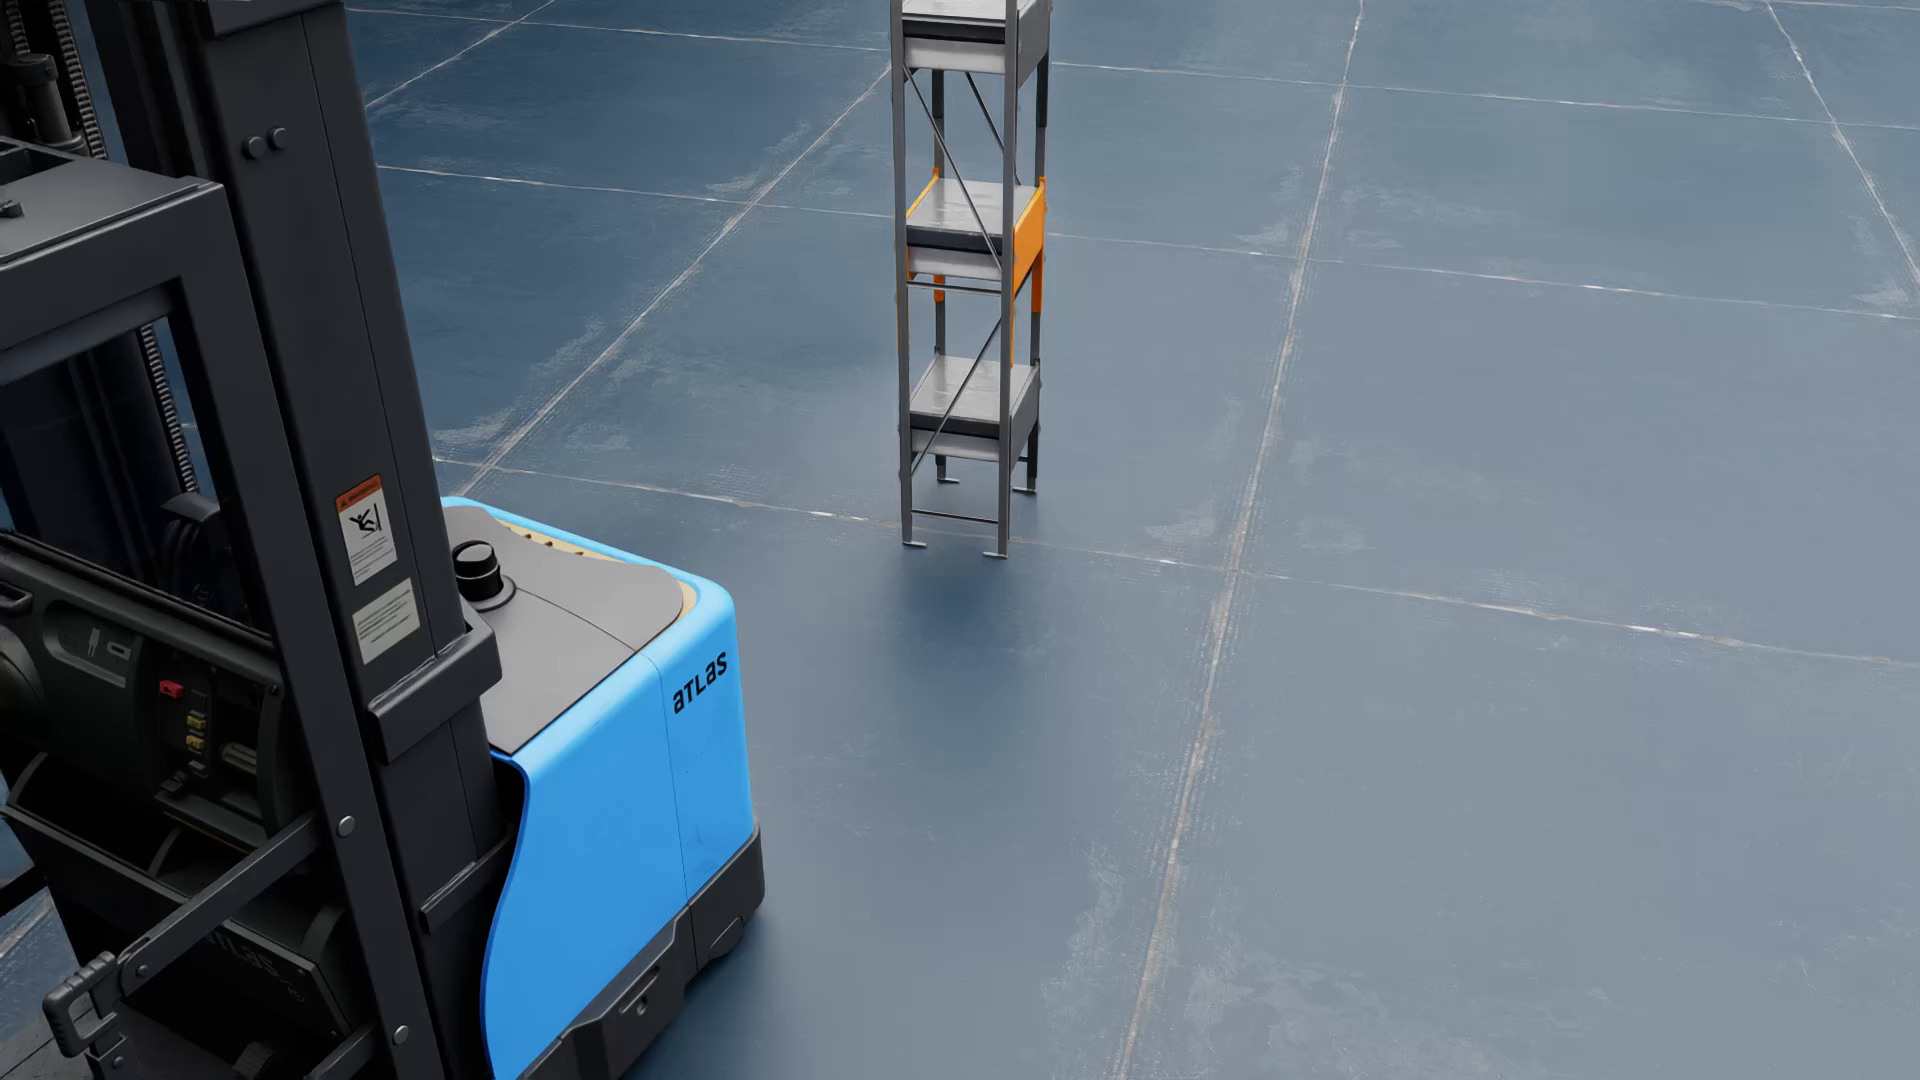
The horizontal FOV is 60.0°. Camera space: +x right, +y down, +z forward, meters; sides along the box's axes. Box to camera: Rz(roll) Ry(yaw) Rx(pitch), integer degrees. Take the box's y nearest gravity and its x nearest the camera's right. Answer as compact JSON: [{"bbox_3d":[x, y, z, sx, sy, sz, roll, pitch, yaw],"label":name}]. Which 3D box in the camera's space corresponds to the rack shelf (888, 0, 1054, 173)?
[{"bbox_3d":[0.042,-1.551,5.454,0.431,0.518,0.480,8,33,12],"label":"rack shelf"}]

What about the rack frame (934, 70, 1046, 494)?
[{"bbox_3d":[0.104,-1.099,6.021,0.400,2.100,0.015,8,33,12],"label":"rack frame"}]

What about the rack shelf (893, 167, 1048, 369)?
[{"bbox_3d":[0.042,-0.960,5.829,0.431,0.518,0.480,8,33,12],"label":"rack shelf"}]

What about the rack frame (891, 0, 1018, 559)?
[{"bbox_3d":[-0.020,-0.845,5.623,0.400,2.100,0.015,8,33,12],"label":"rack frame"}]

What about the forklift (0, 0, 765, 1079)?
[{"bbox_3d":[-1.697,0.347,2.972,1.130,2.935,3.031,17,36,24],"label":"forklift"}]

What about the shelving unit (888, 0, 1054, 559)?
[{"bbox_3d":[0.042,-0.972,5.822,0.431,2.100,0.503,8,33,12],"label":"shelving unit"}]

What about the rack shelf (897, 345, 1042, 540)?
[{"bbox_3d":[0.042,-0.370,6.205,0.431,0.518,0.480,8,33,12],"label":"rack shelf"}]
